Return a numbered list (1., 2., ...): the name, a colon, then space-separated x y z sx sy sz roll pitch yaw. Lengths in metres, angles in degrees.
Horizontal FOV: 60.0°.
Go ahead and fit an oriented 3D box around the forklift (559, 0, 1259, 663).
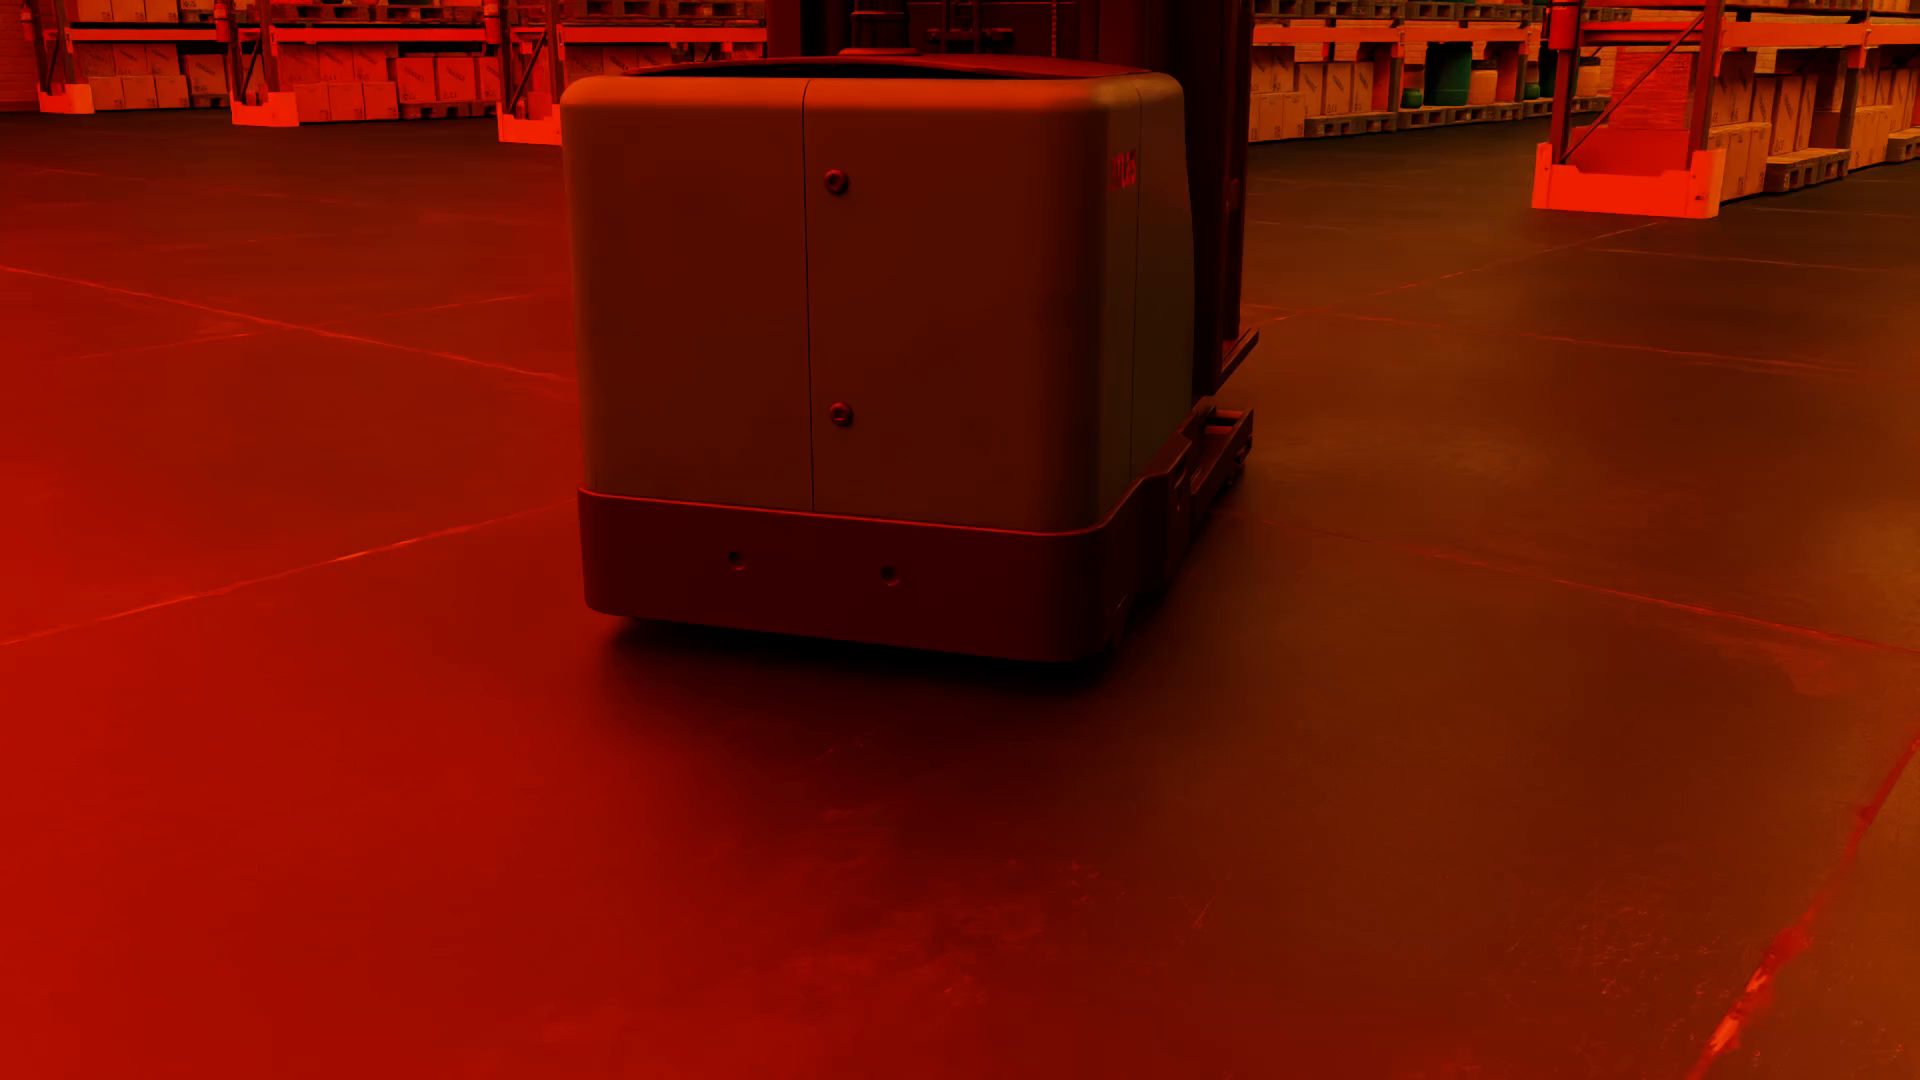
1. forklift: 0.182 -1.571 4.072 1.130 2.935 3.031 5 18 17
